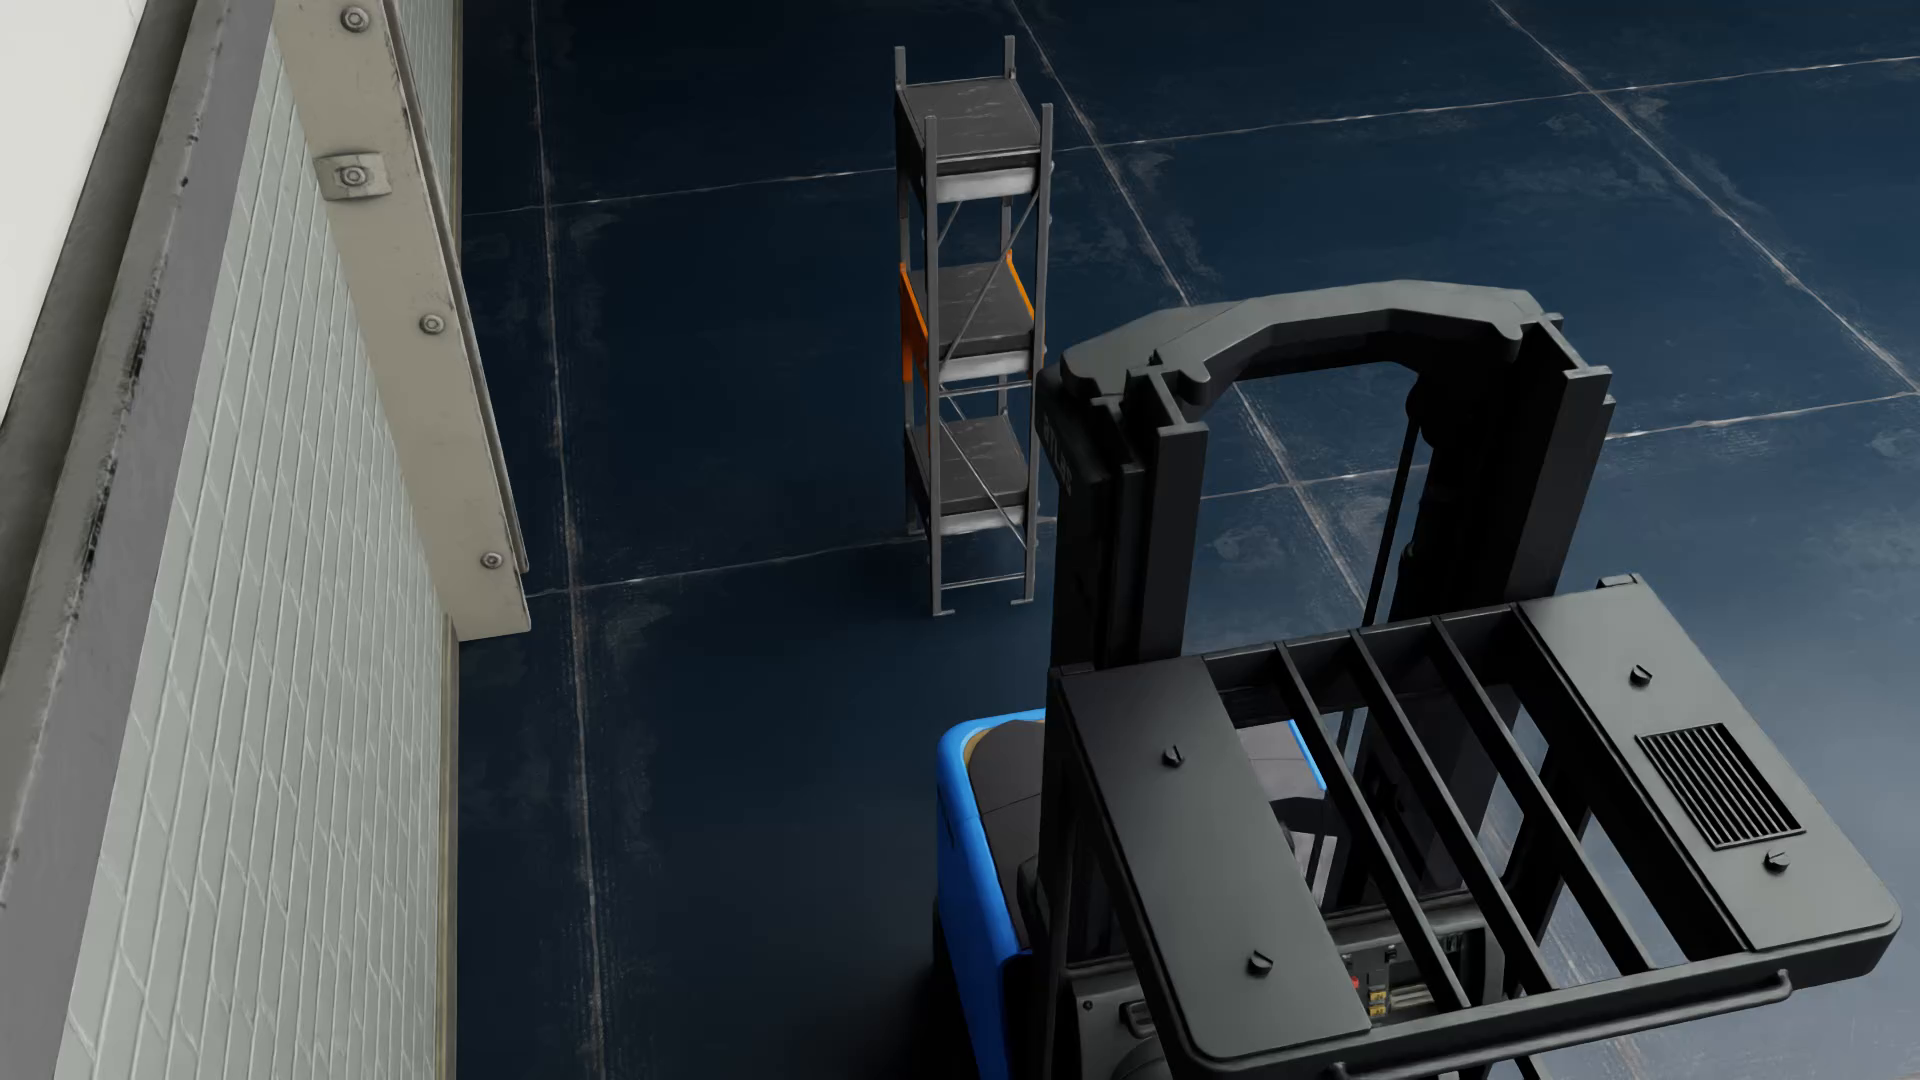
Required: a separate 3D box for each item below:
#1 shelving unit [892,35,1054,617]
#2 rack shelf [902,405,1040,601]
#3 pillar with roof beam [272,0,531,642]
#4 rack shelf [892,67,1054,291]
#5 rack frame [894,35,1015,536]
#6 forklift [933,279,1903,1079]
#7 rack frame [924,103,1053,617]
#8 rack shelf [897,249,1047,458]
[{"bbox_3d":[0.036,-0.678,5.932,0.431,2.100,0.503,-8,42,-9],"label":"shelving unit"},{"bbox_3d":[0.036,-0.144,6.406,0.431,0.518,0.480,-8,42,-9],"label":"rack shelf"},{"bbox_3d":[2.370,-3.742,4.186,9.100,9.000,0.400,-8,42,-9],"label":"pillar with roof beam"},{"bbox_3d":[0.036,-1.191,5.476,0.431,0.518,0.480,-8,42,-9],"label":"rack shelf"},{"bbox_3d":[-0.017,-0.836,6.110,0.400,2.100,0.015,-8,42,-9],"label":"rack frame"},{"bbox_3d":[0.740,1.100,3.303,1.130,2.935,3.031,-8,42,-9],"label":"forklift"},{"bbox_3d":[0.088,-0.520,5.754,0.400,2.100,0.015,-8,42,-9],"label":"rack frame"},{"bbox_3d":[0.036,-0.668,5.941,0.431,0.518,0.480,-8,42,-9],"label":"rack shelf"}]
